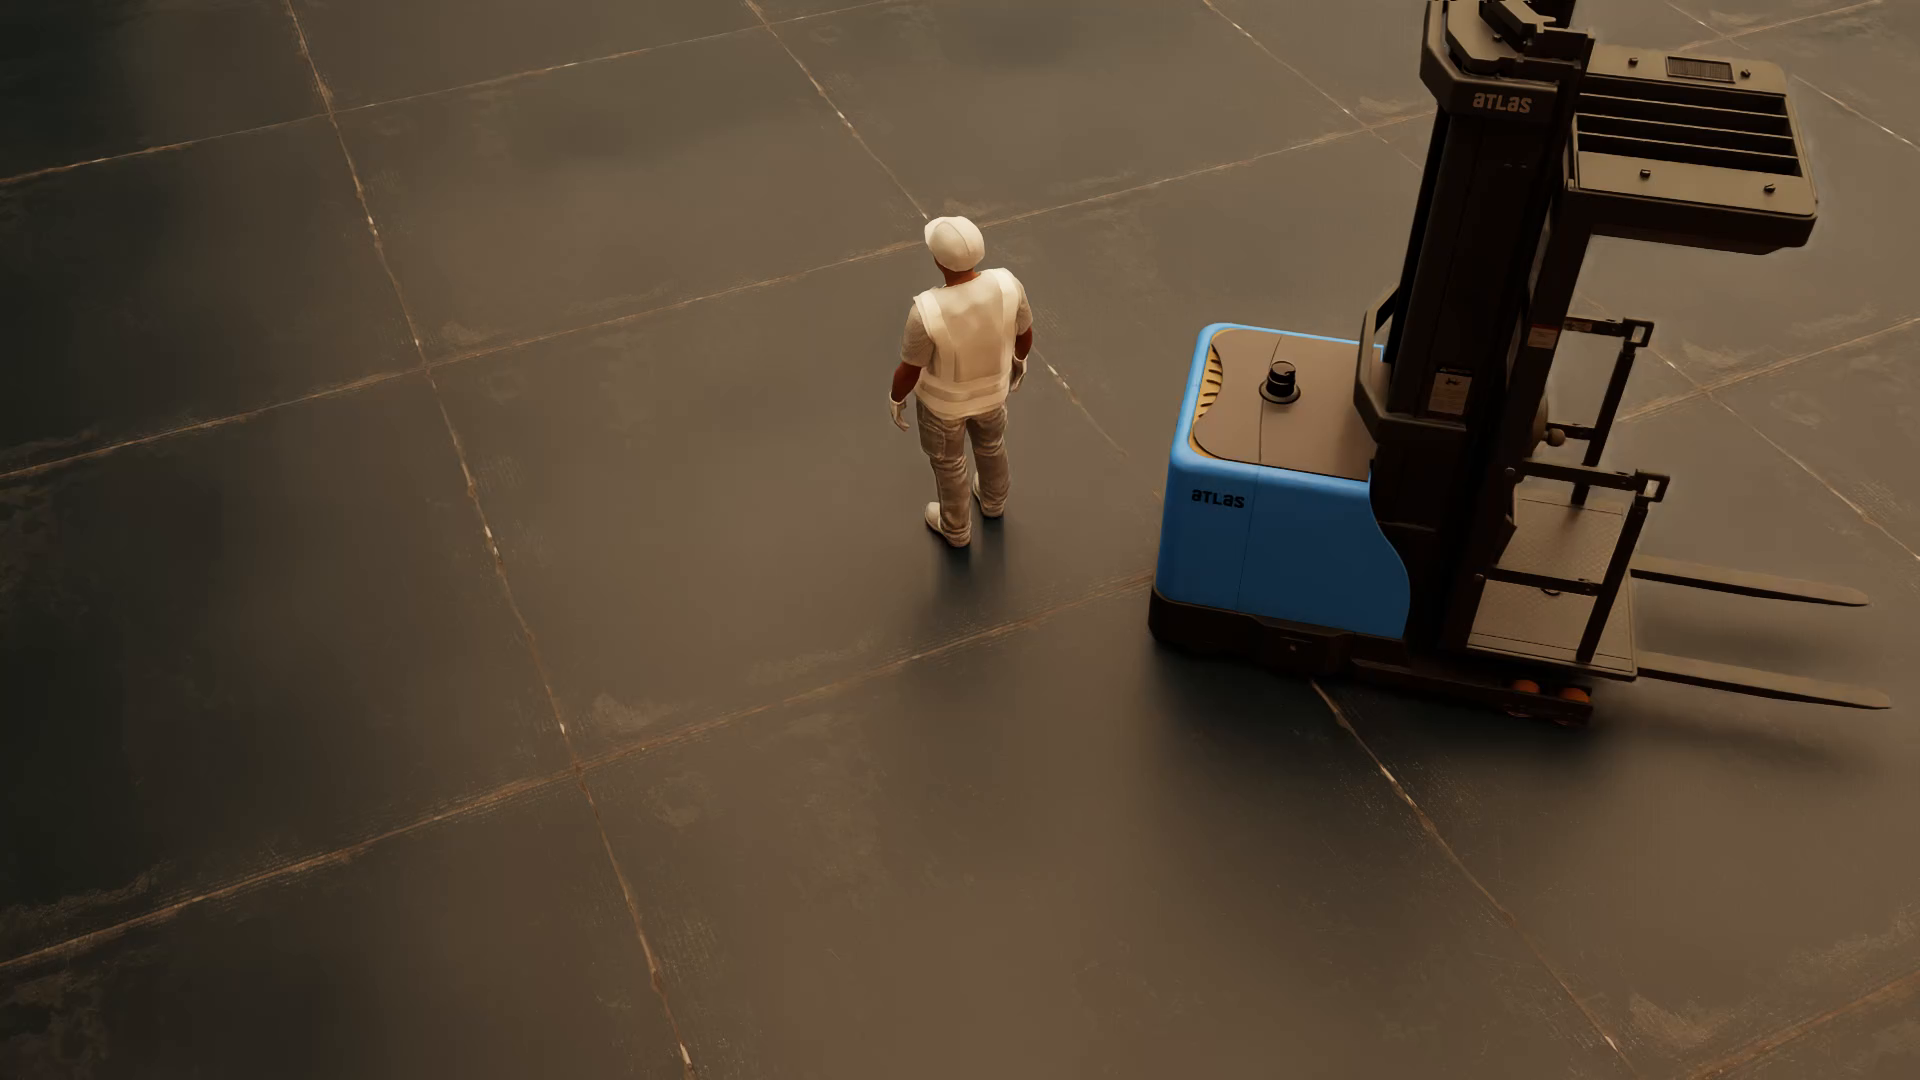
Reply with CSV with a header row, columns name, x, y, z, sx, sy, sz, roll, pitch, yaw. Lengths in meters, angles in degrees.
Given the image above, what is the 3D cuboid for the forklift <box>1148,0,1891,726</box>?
name,x,y,z,sx,sy,sz,roll,pitch,yaw
forklift,2.403,-0.694,6.424,3.031,2.935,1.130,10,44,10

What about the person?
name,x,y,z,sx,sy,sz,roll,pitch,yaw
person,-0.022,-0.704,7.265,0.657,1.783,0.576,-18,46,-18
